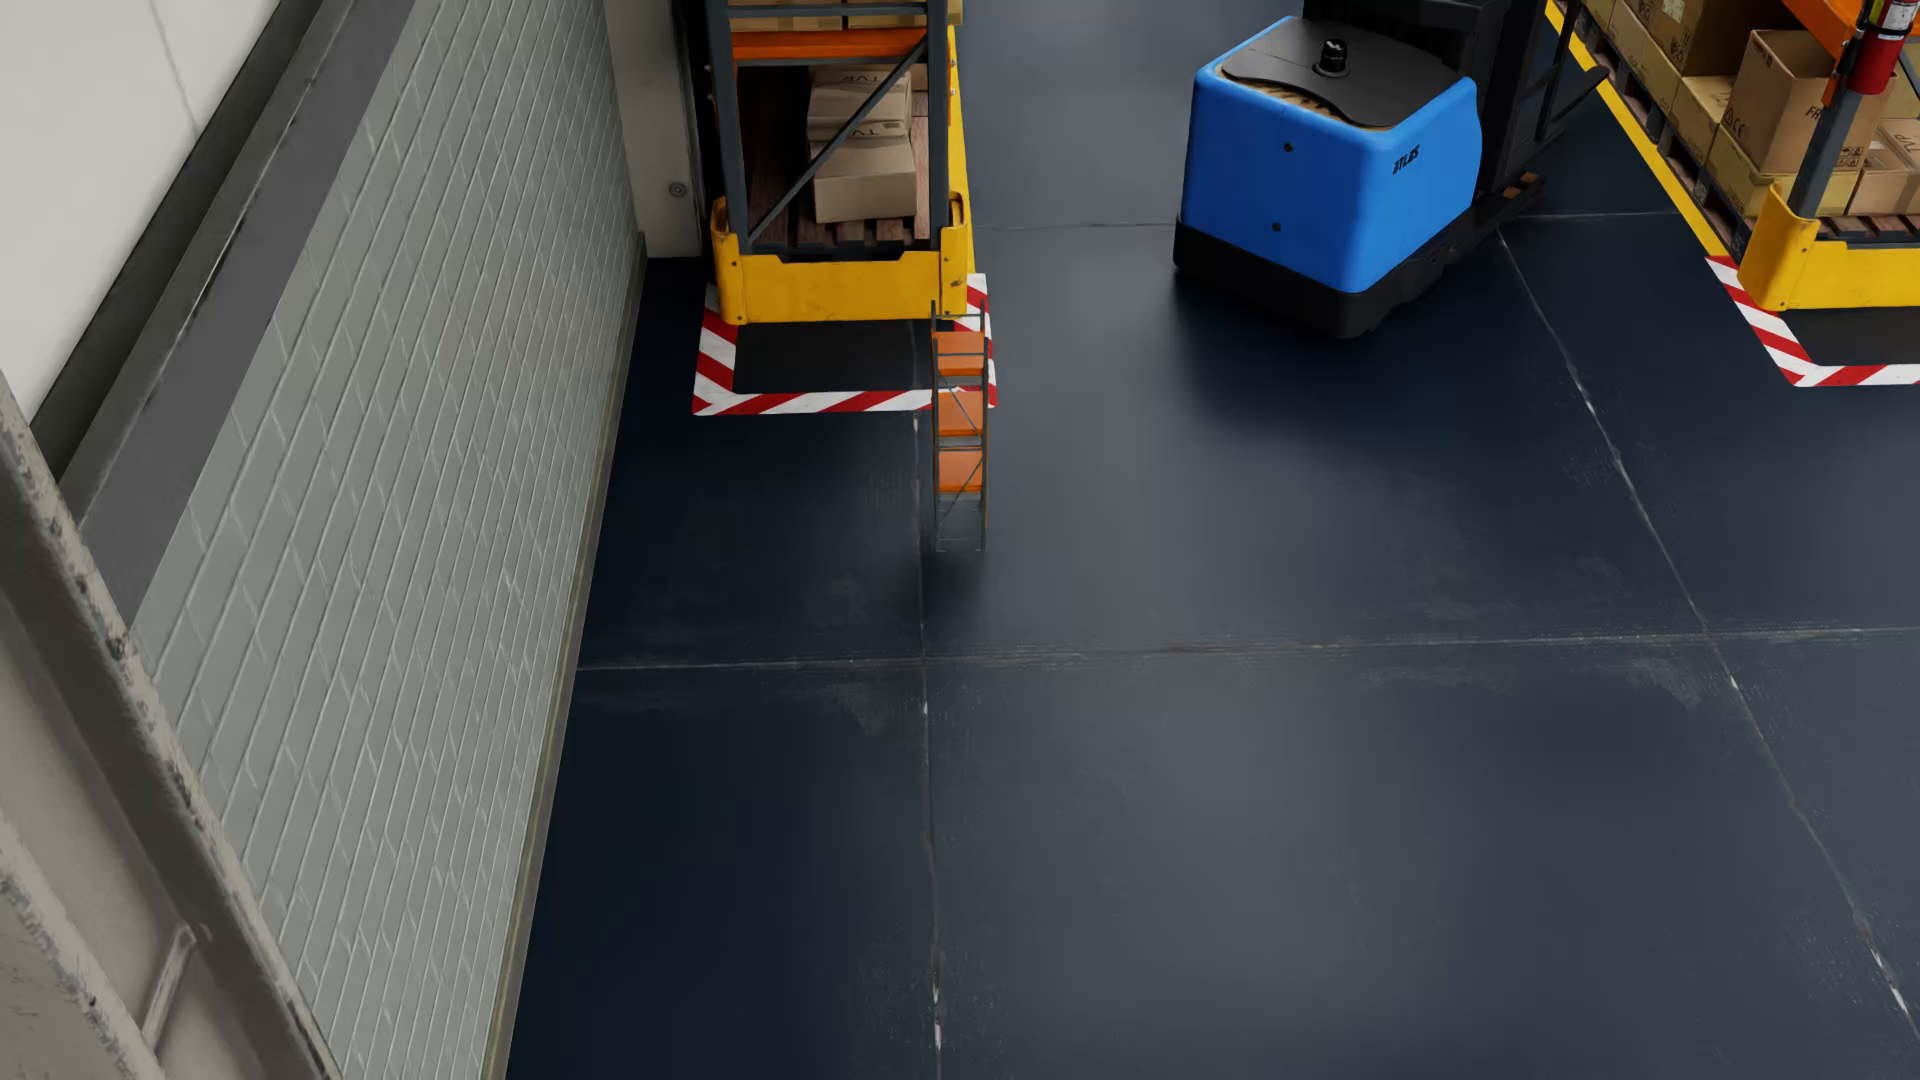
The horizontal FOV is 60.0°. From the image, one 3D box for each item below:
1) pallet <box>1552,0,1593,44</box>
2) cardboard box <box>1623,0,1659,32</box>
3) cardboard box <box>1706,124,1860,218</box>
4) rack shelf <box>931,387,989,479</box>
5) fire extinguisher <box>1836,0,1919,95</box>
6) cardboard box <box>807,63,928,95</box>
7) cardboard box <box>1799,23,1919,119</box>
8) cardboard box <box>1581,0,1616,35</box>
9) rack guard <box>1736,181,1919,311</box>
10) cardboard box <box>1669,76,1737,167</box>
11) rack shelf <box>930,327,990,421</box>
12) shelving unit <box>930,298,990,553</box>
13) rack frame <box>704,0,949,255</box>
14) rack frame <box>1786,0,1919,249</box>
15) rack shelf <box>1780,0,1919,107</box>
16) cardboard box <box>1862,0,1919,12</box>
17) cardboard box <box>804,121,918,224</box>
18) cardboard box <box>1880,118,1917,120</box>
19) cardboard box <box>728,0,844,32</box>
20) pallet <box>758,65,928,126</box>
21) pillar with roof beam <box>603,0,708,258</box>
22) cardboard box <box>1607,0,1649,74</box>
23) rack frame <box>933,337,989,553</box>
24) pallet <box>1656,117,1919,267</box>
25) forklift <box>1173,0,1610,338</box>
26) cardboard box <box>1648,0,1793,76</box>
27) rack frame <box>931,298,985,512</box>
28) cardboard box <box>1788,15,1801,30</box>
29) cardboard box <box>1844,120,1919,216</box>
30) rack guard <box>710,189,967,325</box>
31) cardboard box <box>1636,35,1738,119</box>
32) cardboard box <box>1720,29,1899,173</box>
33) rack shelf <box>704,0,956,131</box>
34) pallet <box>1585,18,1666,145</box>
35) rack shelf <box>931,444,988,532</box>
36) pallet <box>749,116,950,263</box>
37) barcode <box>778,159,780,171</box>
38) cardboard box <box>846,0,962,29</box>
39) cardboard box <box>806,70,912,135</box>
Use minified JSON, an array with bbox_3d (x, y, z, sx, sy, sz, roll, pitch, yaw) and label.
[{"bbox_3d":[4.218,-3.481,10.392,1.003,0.211,1.213,-2,43,-2],"label":"pallet"},{"bbox_3d":[3.999,-3.130,9.114,0.500,0.500,0.500,-2,43,-2],"label":"cardboard box"},{"bbox_3d":[4.078,-1.842,8.263,0.500,0.250,0.500,-2,43,-2],"label":"cardboard box"},{"bbox_3d":[-0.002,-0.415,6.442,0.215,0.259,0.240,-2,43,-2],"label":"rack shelf"},{"bbox_3d":[3.937,-2.225,7.015,0.296,0.674,0.183,-2,43,-2],"label":"fire extinguisher"},{"bbox_3d":[-0.498,-2.794,9.103,0.700,0.500,0.500,-4,43,-4],"label":"cardboard box"},{"bbox_3d":[4.572,-2.470,8.394,0.500,0.500,0.500,-2,43,-2],"label":"cardboard box"},{"bbox_3d":[3.975,-3.191,9.736,0.500,0.250,0.500,-2,43,-2],"label":"cardboard box"},{"bbox_3d":[4.397,-1.409,7.917,1.175,0.500,0.348,-2,43,-2],"label":"rack guard"},{"bbox_3d":[4.045,-2.179,8.631,0.500,0.250,0.500,-2,43,-2],"label":"cardboard box"},{"bbox_3d":[-0.002,-0.625,6.250,0.215,0.259,0.240,-2,43,-2],"label":"rack shelf"},{"bbox_3d":[-0.002,-0.423,6.435,0.215,1.050,0.252,-2,43,-2],"label":"shelving unit"},{"bbox_3d":[-0.553,-2.202,6.933,1.000,3.000,0.127,-2,43,-2],"label":"rack frame"},{"bbox_3d":[4.396,-2.347,7.090,1.000,3.000,0.127,-2,43,-2],"label":"rack frame"},{"bbox_3d":[4.311,-3.432,8.806,1.077,0.370,4.000,-2,43,-2],"label":"rack shelf"},{"bbox_3d":[4.389,-2.699,7.401,0.700,0.500,0.500,-2,43,-2],"label":"cardboard box"},{"bbox_3d":[-0.493,-1.843,8.205,0.500,0.311,0.500,-6,43,-7],"label":"cardboard box"},{"bbox_3d":[4.570,-2.194,8.648,0.500,0.250,0.500,-2,43,-2],"label":"cardboard box"},{"bbox_3d":[-0.767,-2.464,7.315,0.500,0.250,0.500,-1,43,-1],"label":"cardboard box"},{"bbox_3d":[-0.605,-2.597,9.427,1.003,0.211,1.213,-2,43,-2],"label":"pallet"},{"bbox_3d":[2.854,-4.985,5.529,9.100,9.000,0.400,-2,43,-2],"label":"pillar with roof beam"},{"bbox_3d":[4.002,-2.854,9.368,0.500,0.250,0.500,-2,43,-2],"label":"cardboard box"},{"bbox_3d":[0.003,-0.341,6.345,0.200,1.050,0.008,-2,43,-2],"label":"rack frame"},{"bbox_3d":[4.321,-1.834,8.594,1.003,0.211,1.213,-2,43,-2],"label":"pallet"},{"bbox_3d":[2.388,-2.928,7.776,1.130,2.935,3.031,31,51,29],"label":"forklift"},{"bbox_3d":[4.019,-2.793,8.746,0.500,0.500,0.500,-2,43,-2],"label":"cardboard box"},{"bbox_3d":[-0.007,-0.505,6.525,0.200,1.050,0.008,-2,43,-2],"label":"rack frame"},{"bbox_3d":[4.538,-2.807,8.762,0.500,0.500,0.500,-2,43,-2],"label":"cardboard box"},{"bbox_3d":[4.595,-1.856,8.279,0.500,0.250,0.500,-2,43,-2],"label":"cardboard box"},{"bbox_3d":[-0.557,-1.332,7.833,1.175,0.500,0.348,-2,43,-2],"label":"rack guard"},{"bbox_3d":[4.022,-2.516,8.999,0.500,0.250,0.500,-2,43,-2],"label":"cardboard box"},{"bbox_3d":[4.076,-2.118,8.010,0.500,0.500,0.500,-2,43,-2],"label":"cardboard box"},{"bbox_3d":[-0.638,-3.287,8.649,1.077,0.370,4.000,-2,43,-2],"label":"rack shelf"},{"bbox_3d":[4.273,-2.656,9.491,1.003,0.211,1.213,-2,43,-2],"label":"pallet"},{"bbox_3d":[-0.002,-0.210,6.630,0.215,0.259,0.240,-2,43,-2],"label":"rack shelf"},{"bbox_3d":[-0.556,-1.775,8.530,1.003,0.211,1.213,-2,43,-2],"label":"pallet"},{"bbox_3d":[-0.893,-1.847,8.203,0.001,0.075,0.075,-2,43,-2],"label":"barcode"},{"bbox_3d":[-0.257,-2.493,7.346,0.500,0.250,0.500,-3,43,-3],"label":"cardboard box"},{"bbox_3d":[-0.517,-2.228,8.625,0.500,0.311,0.500,2,43,2],"label":"cardboard box"}]
